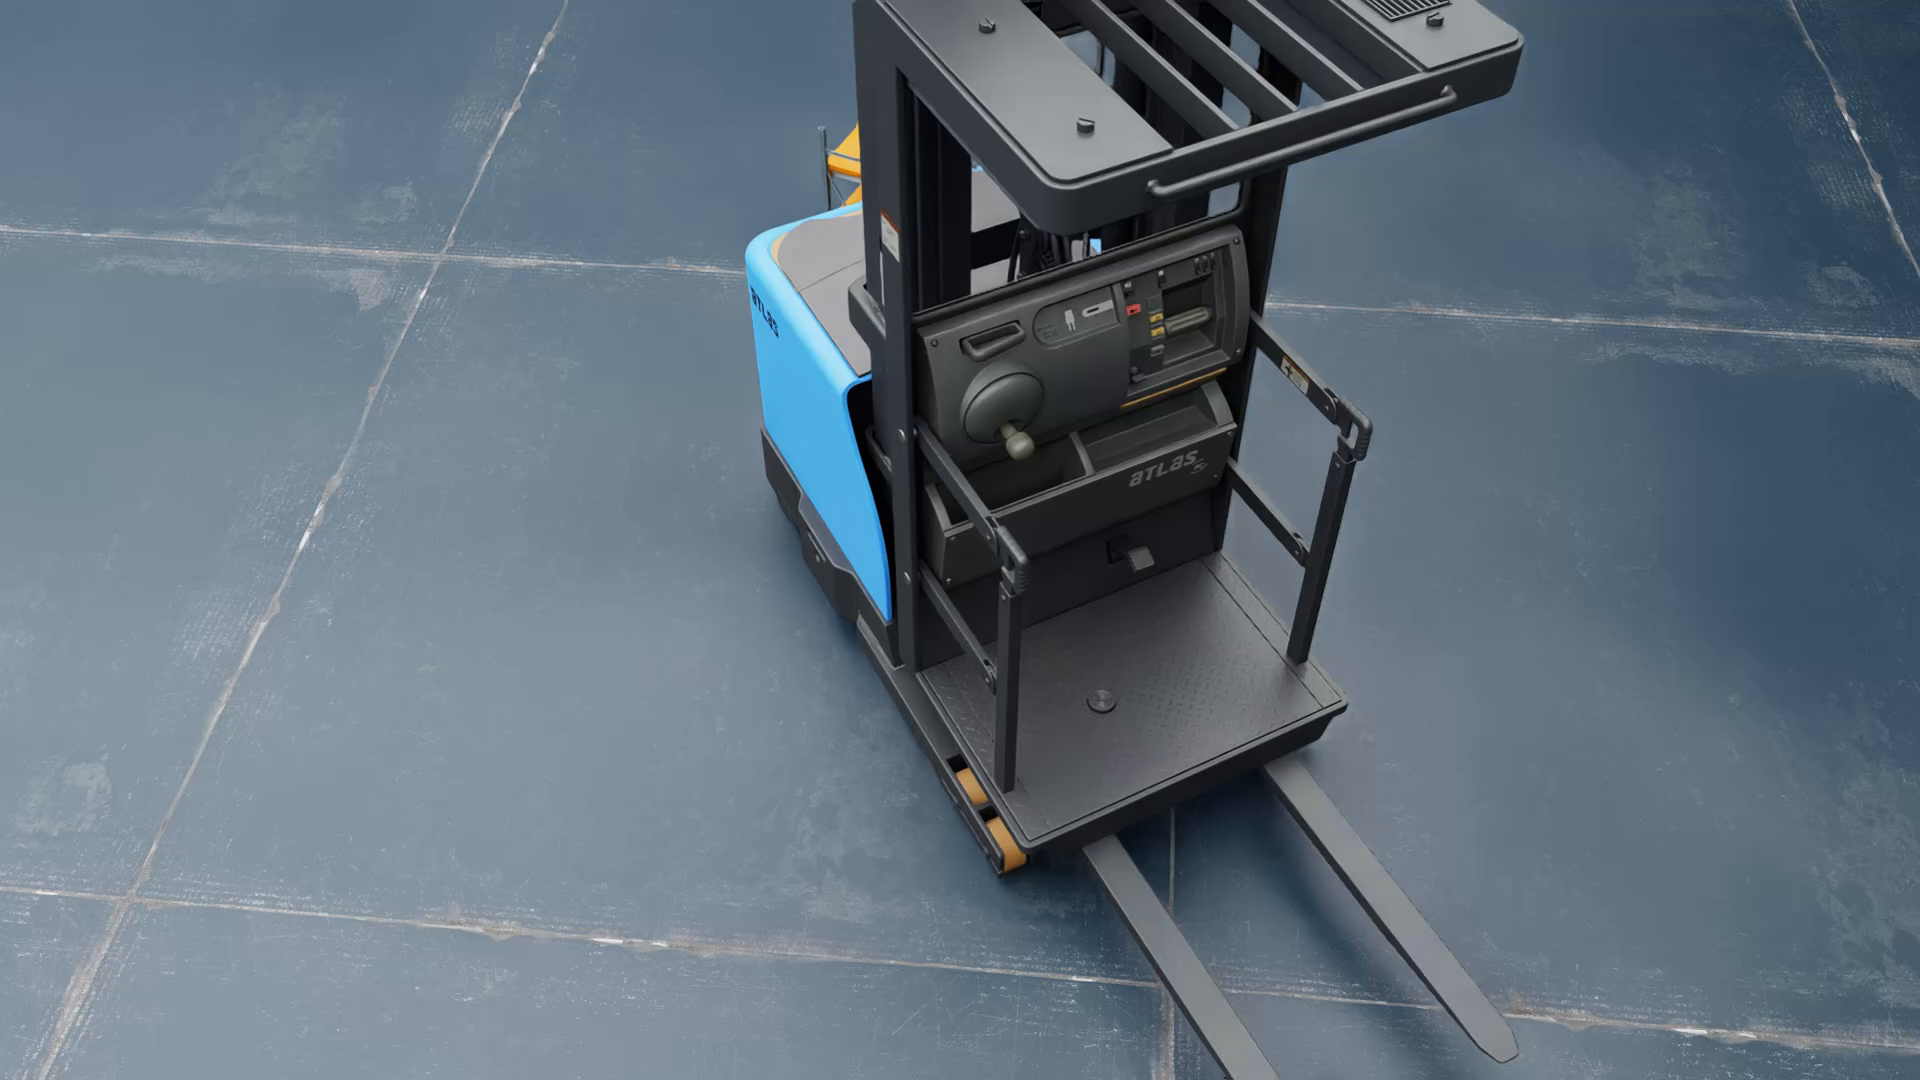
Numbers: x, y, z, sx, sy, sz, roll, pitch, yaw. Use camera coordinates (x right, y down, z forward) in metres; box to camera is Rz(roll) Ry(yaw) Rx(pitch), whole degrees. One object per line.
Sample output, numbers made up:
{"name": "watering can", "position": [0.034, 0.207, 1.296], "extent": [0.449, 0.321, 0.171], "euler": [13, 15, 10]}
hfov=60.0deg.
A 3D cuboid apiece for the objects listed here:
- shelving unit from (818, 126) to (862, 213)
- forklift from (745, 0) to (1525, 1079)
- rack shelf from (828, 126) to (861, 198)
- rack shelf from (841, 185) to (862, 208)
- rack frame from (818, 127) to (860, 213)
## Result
{"name": "shelving unit", "position": [-0.239, -1.042, 5.890], "extent": [0.258, 1.200, 0.503], "euler": [19, 50, 17]}
{"name": "forklift", "position": [0.440, -0.405, 4.134], "extent": [1.130, 2.935, 3.031], "euler": [-21, 51, -18]}
{"name": "rack shelf", "position": [-0.239, -1.308, 5.600], "extent": [0.258, 0.148, 0.480], "euler": [19, 50, 17]}
{"name": "rack shelf", "position": [-0.239, -1.148, 5.775], "extent": [0.258, 0.148, 0.480], "euler": [19, 50, 17]}
{"name": "rack frame", "position": [-0.344, -0.880, 5.742], "extent": [0.240, 1.200, 0.015], "euler": [19, 50, 17]}
